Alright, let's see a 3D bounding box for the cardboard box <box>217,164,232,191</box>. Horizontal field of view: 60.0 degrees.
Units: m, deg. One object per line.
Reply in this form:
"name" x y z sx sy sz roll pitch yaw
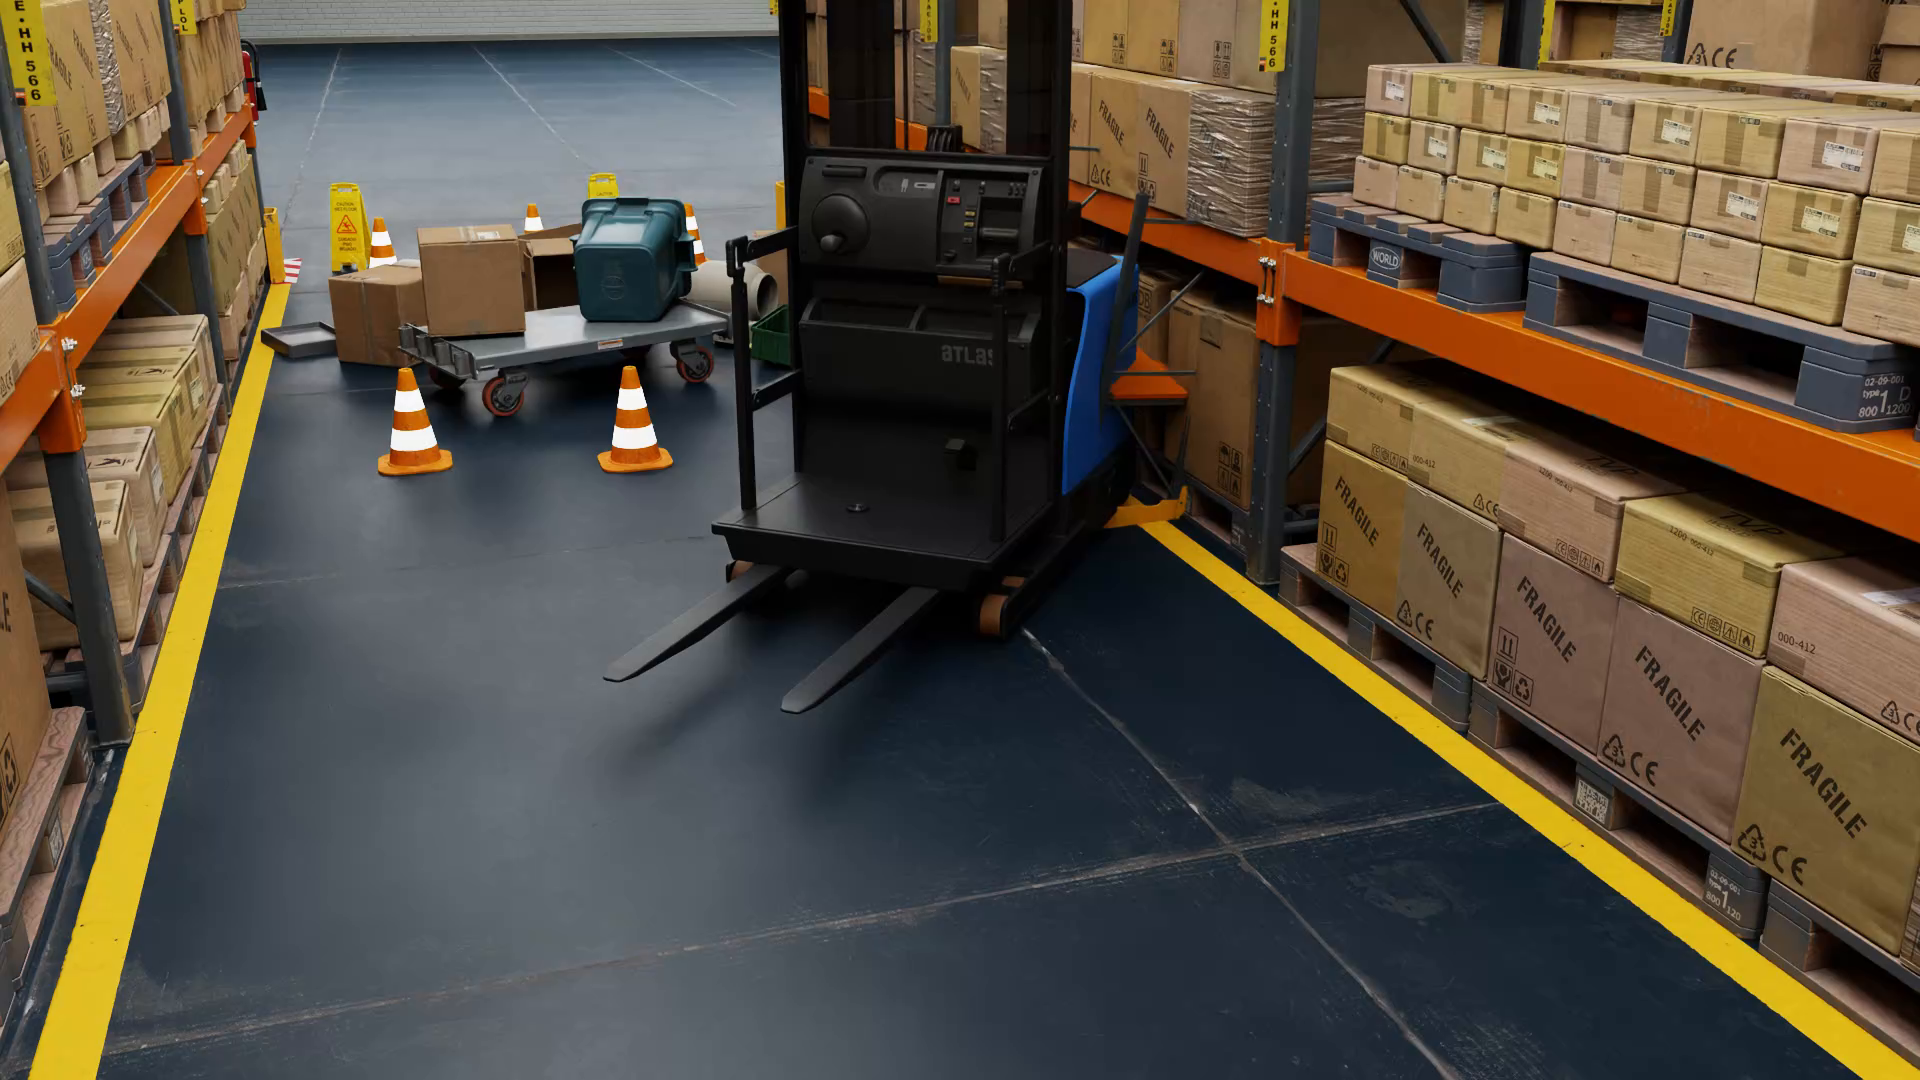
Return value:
"cardboard box" -4.477 -2.101 9.707 0.380 0.149 0.250 -5 20 -14

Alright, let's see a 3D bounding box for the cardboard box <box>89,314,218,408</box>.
"cardboard box" -4.148 -0.817 8.020 0.950 0.372 0.625 -6 21 -17

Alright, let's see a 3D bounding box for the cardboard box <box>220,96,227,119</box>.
"cardboard box" -4.783 -2.689 10.338 0.380 0.149 0.250 -7 21 -18

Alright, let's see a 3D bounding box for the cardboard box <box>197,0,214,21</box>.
"cardboard box" -4.387 -3.012 8.798 0.700 0.500 0.500 -6 21 -17

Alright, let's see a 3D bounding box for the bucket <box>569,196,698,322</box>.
"bucket" -1.879 -1.556 9.405 0.726 0.611 0.620 1 30 2

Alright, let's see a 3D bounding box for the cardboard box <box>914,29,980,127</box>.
"cardboard box" 0.225 -2.770 9.970 0.875 0.550 0.550 -6 21 -17

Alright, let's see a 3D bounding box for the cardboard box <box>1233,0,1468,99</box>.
"cardboard box" 1.478 -1.962 6.313 0.700 0.500 0.500 -7 21 -17

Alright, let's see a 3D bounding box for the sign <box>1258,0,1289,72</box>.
"sign" 1.084 -1.784 5.732 0.100 0.325 0.005 -6 21 -17

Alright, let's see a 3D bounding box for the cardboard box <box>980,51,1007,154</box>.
"cardboard box" 0.422 -2.270 8.652 0.500 0.500 0.500 -6 21 -17

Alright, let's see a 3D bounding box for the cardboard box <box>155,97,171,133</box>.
"cardboard box" -3.891 -1.968 7.708 0.380 0.149 0.250 -6 21 -16

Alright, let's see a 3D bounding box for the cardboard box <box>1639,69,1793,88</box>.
"cardboard box" 2.358 -1.385 5.205 0.380 0.149 0.250 -6 21 -16

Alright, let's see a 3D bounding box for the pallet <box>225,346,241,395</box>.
"pallet" -4.560 -0.924 9.175 1.003 0.211 1.213 -6 21 -17

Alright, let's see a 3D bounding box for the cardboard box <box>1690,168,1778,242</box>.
"cardboard box" 2.066 -0.842 4.135 0.380 0.149 0.250 -6 21 -15

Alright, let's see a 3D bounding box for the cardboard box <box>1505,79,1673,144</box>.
"cardboard box" 1.814 -1.239 4.799 0.380 0.149 0.250 -7 21 -19

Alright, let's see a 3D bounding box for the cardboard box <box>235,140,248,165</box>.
"cardboard box" -4.894 -2.529 10.899 0.380 0.149 0.250 -6 21 -16

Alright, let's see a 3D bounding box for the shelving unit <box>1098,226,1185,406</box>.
"shelving unit" 0.600 -0.935 7.248 0.500 1.500 0.985 -3 29 -23

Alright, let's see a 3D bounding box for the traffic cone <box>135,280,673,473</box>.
"traffic cone" -3.060 -1.777 7.710 3.046 2.808 1.723 -6 21 -17

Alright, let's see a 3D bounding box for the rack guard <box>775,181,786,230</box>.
"rack guard" -0.912 -2.697 13.687 1.175 0.500 0.348 -6 21 -17

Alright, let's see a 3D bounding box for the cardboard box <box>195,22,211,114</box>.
"cardboard box" -4.368 -2.541 8.964 0.500 0.500 0.500 -6 21 -17

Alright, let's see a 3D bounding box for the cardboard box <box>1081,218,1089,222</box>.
"cardboard box" 0.633 -1.532 9.450 1.050 0.750 0.750 -6 21 -17

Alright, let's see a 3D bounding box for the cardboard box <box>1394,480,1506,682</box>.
"cardboard box" 1.751 0.095 5.291 0.500 0.500 0.500 -6 21 -17

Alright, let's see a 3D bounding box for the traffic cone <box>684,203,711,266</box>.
"traffic cone" -2.086 -2.351 12.777 0.336 0.463 0.334 -6 21 -17

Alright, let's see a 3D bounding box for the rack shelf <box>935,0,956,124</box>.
"rack shelf" 8.062 -2.726 10.068 15.905 3.000 4.168 -6 21 -17

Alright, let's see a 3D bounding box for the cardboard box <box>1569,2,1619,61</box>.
"cardboard box" 4.886 -3.579 11.856 0.875 0.500 0.500 -6 21 -17

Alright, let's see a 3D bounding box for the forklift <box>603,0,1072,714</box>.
"forklift" -0.529 -1.350 6.338 2.033 2.935 3.733 8 21 20

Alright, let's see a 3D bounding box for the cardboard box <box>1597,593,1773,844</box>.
"cardboard box" 2.077 0.423 4.378 0.500 0.500 0.500 -7 21 -18

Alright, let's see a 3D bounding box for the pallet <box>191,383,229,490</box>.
"pallet" -4.069 -0.462 7.891 1.003 0.211 1.213 -6 21 -17

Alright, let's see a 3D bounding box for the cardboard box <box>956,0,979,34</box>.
"cardboard box" 0.269 -3.283 9.801 0.875 0.550 0.550 -6 21 -17

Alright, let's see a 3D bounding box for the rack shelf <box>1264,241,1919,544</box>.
"rack shelf" 2.238 -0.318 4.430 1.077 0.370 4.000 -6 21 -17

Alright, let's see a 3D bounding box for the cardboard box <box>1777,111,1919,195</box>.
"cardboard box" 2.147 -0.901 3.858 0.380 0.149 0.250 -7 21 -20

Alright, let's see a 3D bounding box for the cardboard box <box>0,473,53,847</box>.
"cardboard box" -2.919 0.292 4.187 0.875 0.875 0.875 -7 21 -18

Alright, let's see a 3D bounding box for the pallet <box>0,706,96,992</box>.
"pallet" -2.881 0.833 4.285 1.003 0.211 1.213 -6 21 -17

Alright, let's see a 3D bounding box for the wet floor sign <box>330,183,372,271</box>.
"wet floor sign" -4.616 -2.374 12.572 0.267 0.644 0.232 1 20 2

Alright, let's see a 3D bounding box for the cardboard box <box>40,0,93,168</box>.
"cardboard box" -3.150 -1.461 5.337 0.500 0.500 0.500 -5 20 -14

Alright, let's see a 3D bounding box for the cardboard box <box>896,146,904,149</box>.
"cardboard box" -0.066 -2.278 11.344 0.875 0.875 0.875 -6 21 -17

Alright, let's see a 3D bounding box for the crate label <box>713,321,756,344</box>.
"crate label" -1.379 -1.280 10.276 0.250 0.136 0.298 12 23 30

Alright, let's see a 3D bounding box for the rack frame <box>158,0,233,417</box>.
"rack frame" -4.315 -2.024 8.114 1.000 3.000 0.127 -6 21 -17

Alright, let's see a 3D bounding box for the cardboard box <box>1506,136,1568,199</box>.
"cardboard box" 1.825 -1.089 4.821 0.380 0.149 0.250 -6 21 -17

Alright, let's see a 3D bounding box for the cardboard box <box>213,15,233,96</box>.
"cardboard box" -4.833 -3.028 10.321 0.500 0.500 0.500 -6 21 -17

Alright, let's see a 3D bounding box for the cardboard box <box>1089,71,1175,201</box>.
"cardboard box" 0.901 -1.783 7.294 0.500 0.500 0.500 -7 21 -18

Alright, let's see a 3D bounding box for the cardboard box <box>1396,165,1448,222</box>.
"cardboard box" 1.643 -1.127 5.367 0.380 0.149 0.250 -5 20 -15

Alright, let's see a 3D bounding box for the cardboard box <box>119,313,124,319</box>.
"cardboard box" -4.756 -1.089 8.957 0.500 0.250 0.500 -5 20 -15

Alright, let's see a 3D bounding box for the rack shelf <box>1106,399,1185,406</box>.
"rack shelf" 0.590 -0.793 7.288 0.416 0.036 0.922 -3 29 -23

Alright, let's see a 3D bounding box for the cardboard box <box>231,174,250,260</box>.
"cardboard box" -4.754 -2.005 10.398 0.500 0.500 0.500 -7 21 -18
